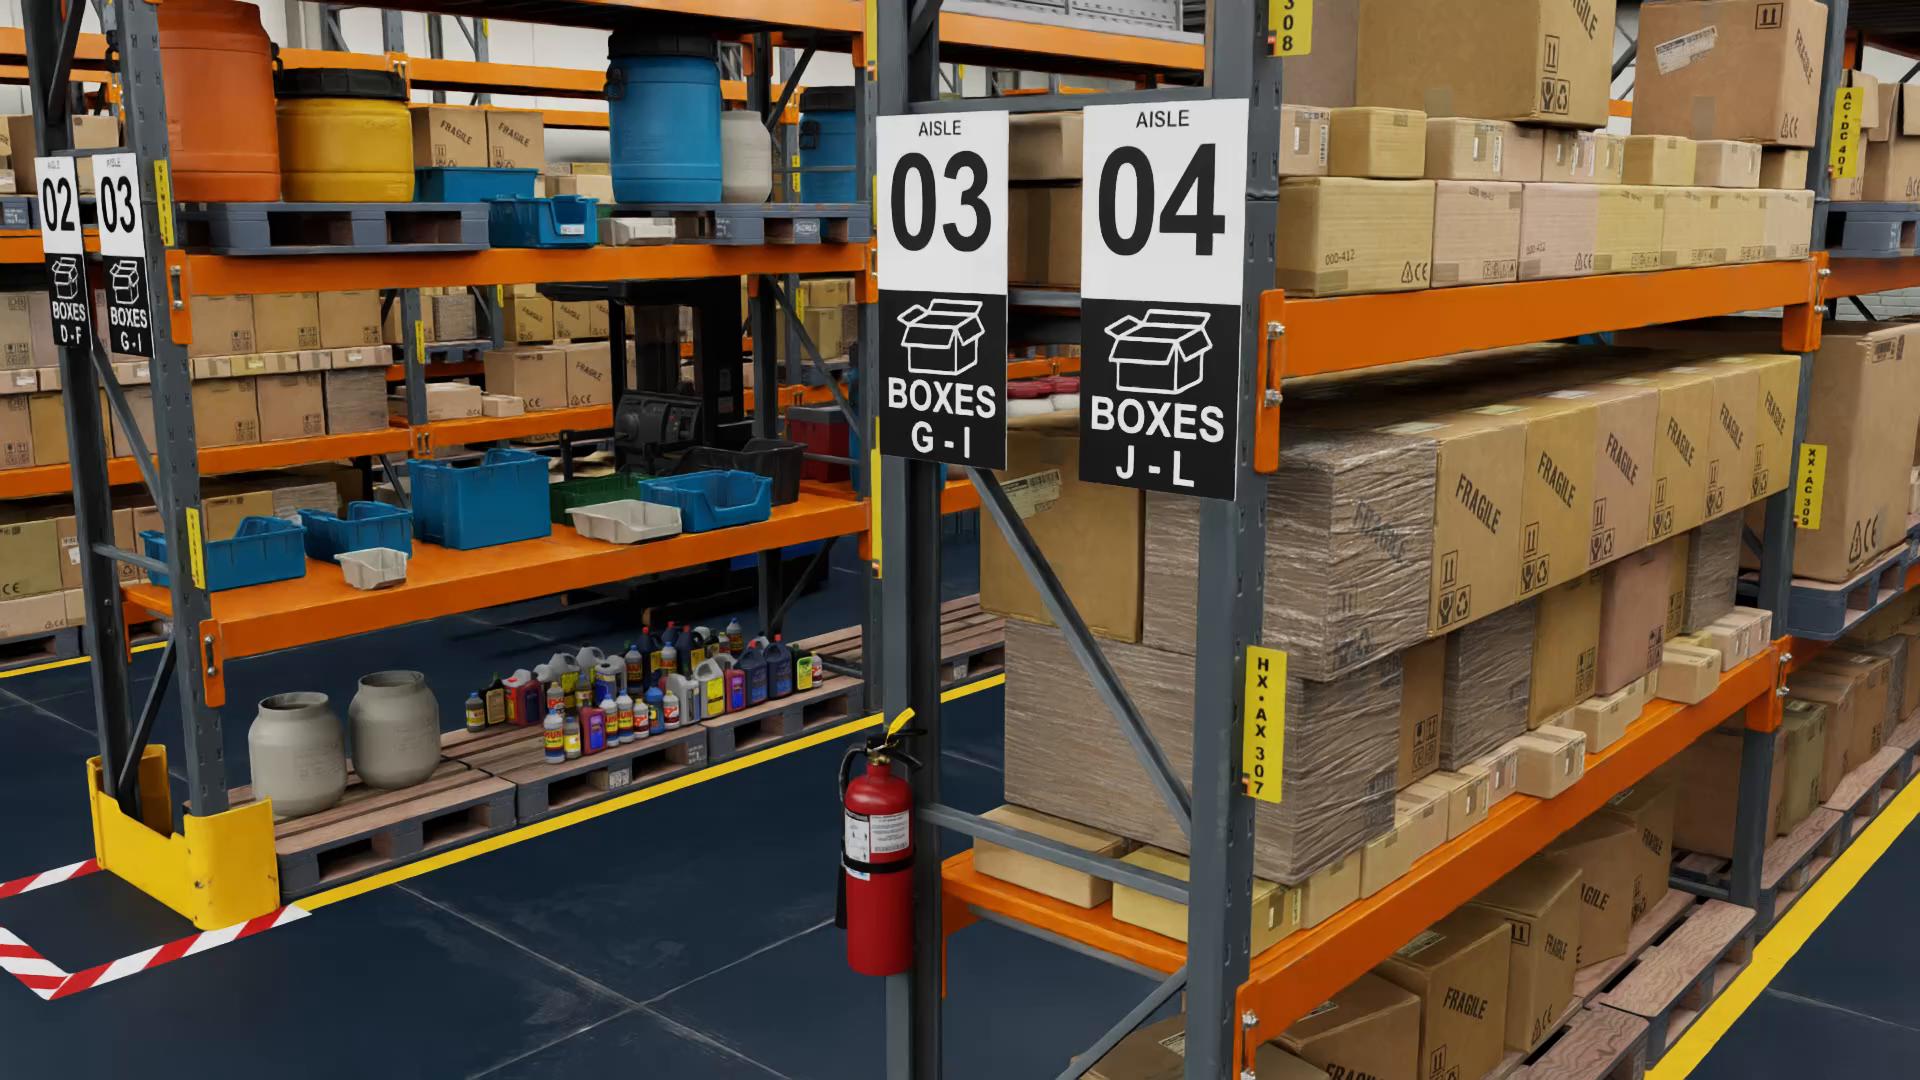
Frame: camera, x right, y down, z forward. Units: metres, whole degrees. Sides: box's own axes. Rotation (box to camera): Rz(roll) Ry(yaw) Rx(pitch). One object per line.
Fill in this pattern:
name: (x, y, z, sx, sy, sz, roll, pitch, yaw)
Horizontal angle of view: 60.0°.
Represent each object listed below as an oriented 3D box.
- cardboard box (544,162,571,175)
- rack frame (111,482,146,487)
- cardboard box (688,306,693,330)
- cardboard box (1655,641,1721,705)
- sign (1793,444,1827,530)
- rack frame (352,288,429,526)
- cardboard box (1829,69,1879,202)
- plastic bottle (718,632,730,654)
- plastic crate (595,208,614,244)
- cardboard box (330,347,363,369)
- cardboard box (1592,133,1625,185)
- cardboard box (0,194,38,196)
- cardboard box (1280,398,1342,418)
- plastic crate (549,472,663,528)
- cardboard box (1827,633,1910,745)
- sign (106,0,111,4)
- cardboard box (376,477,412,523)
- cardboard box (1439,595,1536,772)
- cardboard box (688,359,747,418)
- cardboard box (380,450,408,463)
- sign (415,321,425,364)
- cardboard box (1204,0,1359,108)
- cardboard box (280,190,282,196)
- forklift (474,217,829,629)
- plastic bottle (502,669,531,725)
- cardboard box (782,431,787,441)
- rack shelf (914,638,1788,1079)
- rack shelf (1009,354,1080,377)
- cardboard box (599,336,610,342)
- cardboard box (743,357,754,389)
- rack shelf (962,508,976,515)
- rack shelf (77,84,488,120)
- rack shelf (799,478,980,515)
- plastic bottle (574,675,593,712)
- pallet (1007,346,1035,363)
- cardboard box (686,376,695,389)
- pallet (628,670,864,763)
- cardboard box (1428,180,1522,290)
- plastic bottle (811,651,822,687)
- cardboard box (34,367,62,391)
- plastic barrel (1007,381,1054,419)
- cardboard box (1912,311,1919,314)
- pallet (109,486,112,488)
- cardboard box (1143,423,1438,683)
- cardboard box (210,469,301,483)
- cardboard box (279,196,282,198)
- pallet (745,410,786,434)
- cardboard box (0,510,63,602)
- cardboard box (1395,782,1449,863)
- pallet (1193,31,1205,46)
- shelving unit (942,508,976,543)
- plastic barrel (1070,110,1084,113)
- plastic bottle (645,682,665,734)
cardboard box: (-5.072, -4.260, 19.883, 0.700, 0.500, 0.500, 9, 14, 37)
rack frame: (-8.300, -1.772, 16.464, 1.000, 3.000, 0.127, 10, 15, 40)
cardboard box: (-3.464, -2.977, 21.431, 0.500, 0.500, 0.500, 10, 15, 41)
cardboard box: (2.478, 0.458, 5.941, 0.380, 0.149, 0.250, 10, 15, 40)
sign: (3.275, -0.206, 6.414, 0.100, 0.325, 0.005, 10, 15, 40)
rack frame: (-4.576, -1.132, 13.260, 1.000, 3.000, 0.127, 10, 15, 40)
cardboard box: (3.247, -1.635, 6.782, 0.797, 0.503, 0.637, 9, 14, 38)
plastic bottle: (-1.465, 0.670, 10.256, 0.097, 0.201, 0.097, 0, 11, 0)
plastic crate: (-2.104, -1.661, 8.792, 0.336, 0.188, 0.450, 10, 15, 40)
cardboard box: (-4.760, -1.396, 12.667, 0.380, 0.149, 0.250, 9, 15, 39)
cardboard box: (1.755, -1.136, 4.985, 0.380, 0.149, 0.250, 9, 14, 38)
cardboard box: (-8.791, -3.123, 15.262, 0.500, 0.500, 0.500, 8, 14, 36)
cardboard box: (0.725, -0.135, 4.699, 0.500, 0.500, 0.500, 10, 15, 40)
plastic crate: (-1.966, -0.224, 9.255, 0.450, 0.188, 0.662, 10, 15, 40)
cardboard box: (4.719, 0.755, 9.070, 0.700, 0.500, 0.500, 8, 14, 36)
sign: (-7.904, -5.138, 15.412, 0.100, 0.325, 0.005, 10, 15, 40)
cardboard box: (-4.524, -0.361, 13.917, 0.500, 0.311, 0.500, 10, 15, 40)
cardboard box: (1.208, 0.308, 5.033, 0.875, 0.500, 0.500, 10, 15, 40)
cardboard box: (-3.350, -1.988, 21.964, 0.750, 0.750, 0.750, 10, 15, 41)
cardboard box: (-6.523, -1.177, 18.744, 0.700, 0.500, 0.500, 10, 15, 40)
sign: (-4.158, -1.524, 12.810, 0.100, 0.325, 0.005, 10, 15, 40)
cardboard box: (1.055, -1.434, 4.822, 0.500, 0.500, 0.500, 10, 15, 40)
cardboard box: (-5.107, -2.887, 12.701, 0.500, 0.500, 0.500, -11, 15, -43)
forklift: (-2.399, -0.903, 12.288, 1.130, 2.935, 3.031, 10, 15, 40)
plastic bottle: (-2.428, 0.857, 9.133, 0.152, 0.276, 0.135, 10, 15, 41)
cardboard box: (-1.495, -0.879, 17.249, 0.500, 0.500, 0.500, 11, 15, 43)
rack shelf: (1.542, 0.796, 5.442, 1.077, 0.370, 4.000, 10, 15, 40)
rack shelf: (2.025, -2.251, 20.697, 1.077, 0.370, 4.000, 10, 15, 40)
cardboard box: (-4.440, -2.459, 20.492, 0.380, 0.149, 0.250, 10, 15, 41)
cardboard box: (-2.209, -1.629, 15.976, 0.500, 0.311, 0.500, 11, 16, 44)
rack shelf: (-0.010, -0.307, 15.178, 0.258, 0.103, 0.180, 10, 15, 40)
rack shelf: (-6.980, -4.459, 17.459, 1.077, 0.370, 4.000, 10, 15, 40)
rack shelf: (0.462, -0.433, 11.595, 1.077, 0.370, 4.000, 10, 15, 40)
plastic bottle: (-2.111, 0.857, 9.321, 0.097, 0.201, 0.097, 0, 11, 0)
pallet: (0.095, -2.112, 18.654, 1.003, 0.211, 1.213, 10, 15, 40)
cardboard box: (-2.322, -1.429, 15.390, 0.380, 0.149, 0.250, 10, 15, 40)
pallet: (-1.333, 0.970, 9.856, 1.003, 0.211, 1.213, 10, 15, 40)
cardboard box: (1.070, -0.774, 4.191, 0.500, 0.250, 0.500, 9, 15, 39)
plastic bottle: (-0.863, 0.759, 9.813, 0.097, 0.201, 0.097, 0, 11, 0)
cardboard box: (-6.116, -1.093, 11.152, 0.380, 0.149, 0.250, 9, 14, 38)
plastic barrel: (0.423, -0.778, 11.141, 0.433, 0.535, 0.433, 0, 11, 0)
cardboard box: (6.868, -1.281, 11.188, 0.797, 0.503, 0.637, 10, 15, 42)
pallet: (-8.717, -0.301, 16.220, 1.003, 0.211, 1.213, 10, 15, 40)
cardboard box: (0.790, 0.007, 3.990, 0.500, 0.500, 0.500, 10, 15, 40)
cardboard box: (-5.442, -0.255, 12.903, 0.500, 0.500, 0.500, 10, 15, 40)
cardboard box: (-7.065, -3.750, 17.379, 0.500, 0.500, 0.500, 9, 14, 38)
pallet: (-2.458, -1.683, 23.140, 1.003, 0.211, 1.213, 10, 15, 40)
cardboard box: (-6.367, 0.107, 11.089, 0.500, 0.500, 0.500, 10, 15, 40)
cardboard box: (1.095, 0.741, 4.522, 0.380, 0.149, 0.250, 10, 15, 40)
pallet: (2.282, -3.835, 12.979, 1.213, 0.211, 1.003, 10, 15, 40)
shelving unit: (-0.010, -0.586, 15.122, 0.258, 1.200, 0.189, 10, 15, 40)
plastic barrel: (1.077, -2.704, 12.190, 0.600, 0.901, 0.600, 0, 11, 0)
plastic bottle: (-1.641, 0.898, 8.938, 0.097, 0.271, 0.097, 0, 11, 0)
